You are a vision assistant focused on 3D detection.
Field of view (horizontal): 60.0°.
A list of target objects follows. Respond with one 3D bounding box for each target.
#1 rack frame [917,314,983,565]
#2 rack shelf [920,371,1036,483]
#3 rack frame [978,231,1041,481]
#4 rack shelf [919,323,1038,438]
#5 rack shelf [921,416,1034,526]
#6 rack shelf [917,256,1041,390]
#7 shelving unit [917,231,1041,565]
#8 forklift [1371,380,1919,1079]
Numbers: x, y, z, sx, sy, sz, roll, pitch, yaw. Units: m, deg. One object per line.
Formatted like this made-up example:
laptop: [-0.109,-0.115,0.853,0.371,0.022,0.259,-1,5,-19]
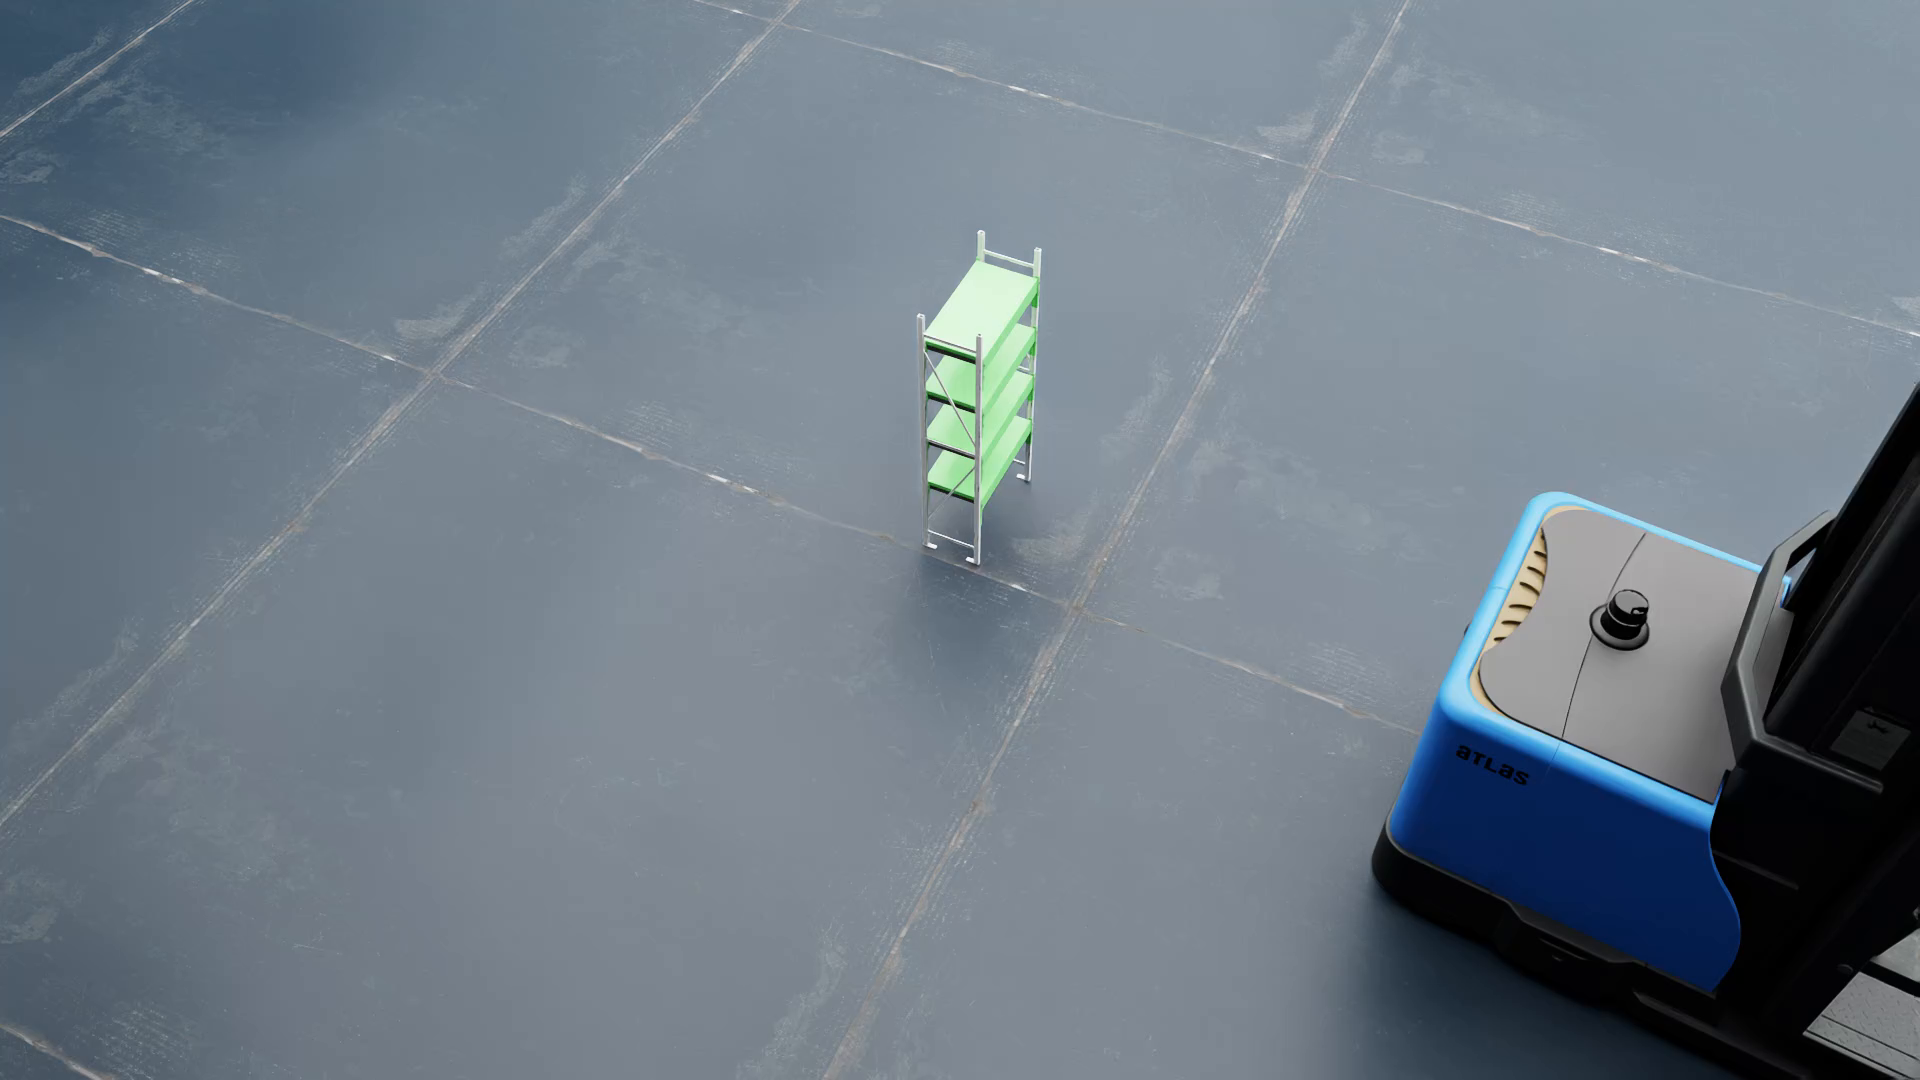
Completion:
rack frame: [-0.034,-0.335,6.062,0.240,1.200,0.015,20,52,16]
rack shelf: [0.071,-0.461,6.254,0.258,0.148,0.480,20,52,16]
rack frame: [0.175,-0.671,6.348,0.240,1.200,0.015,20,52,16]
rack shelf: [0.071,-0.617,6.071,0.258,0.148,0.480,20,52,16]
rack shelf: [0.071,-0.306,6.437,0.258,0.148,0.480,20,52,16]
rack shelf: [0.071,-0.772,5.888,0.258,0.148,0.480,20,52,16]
shelving unit: [0.071,-0.503,6.205,0.258,1.200,0.503,20,52,16]
forklift: [2.907,0.449,4.258,3.031,2.935,1.130,24,54,19]
